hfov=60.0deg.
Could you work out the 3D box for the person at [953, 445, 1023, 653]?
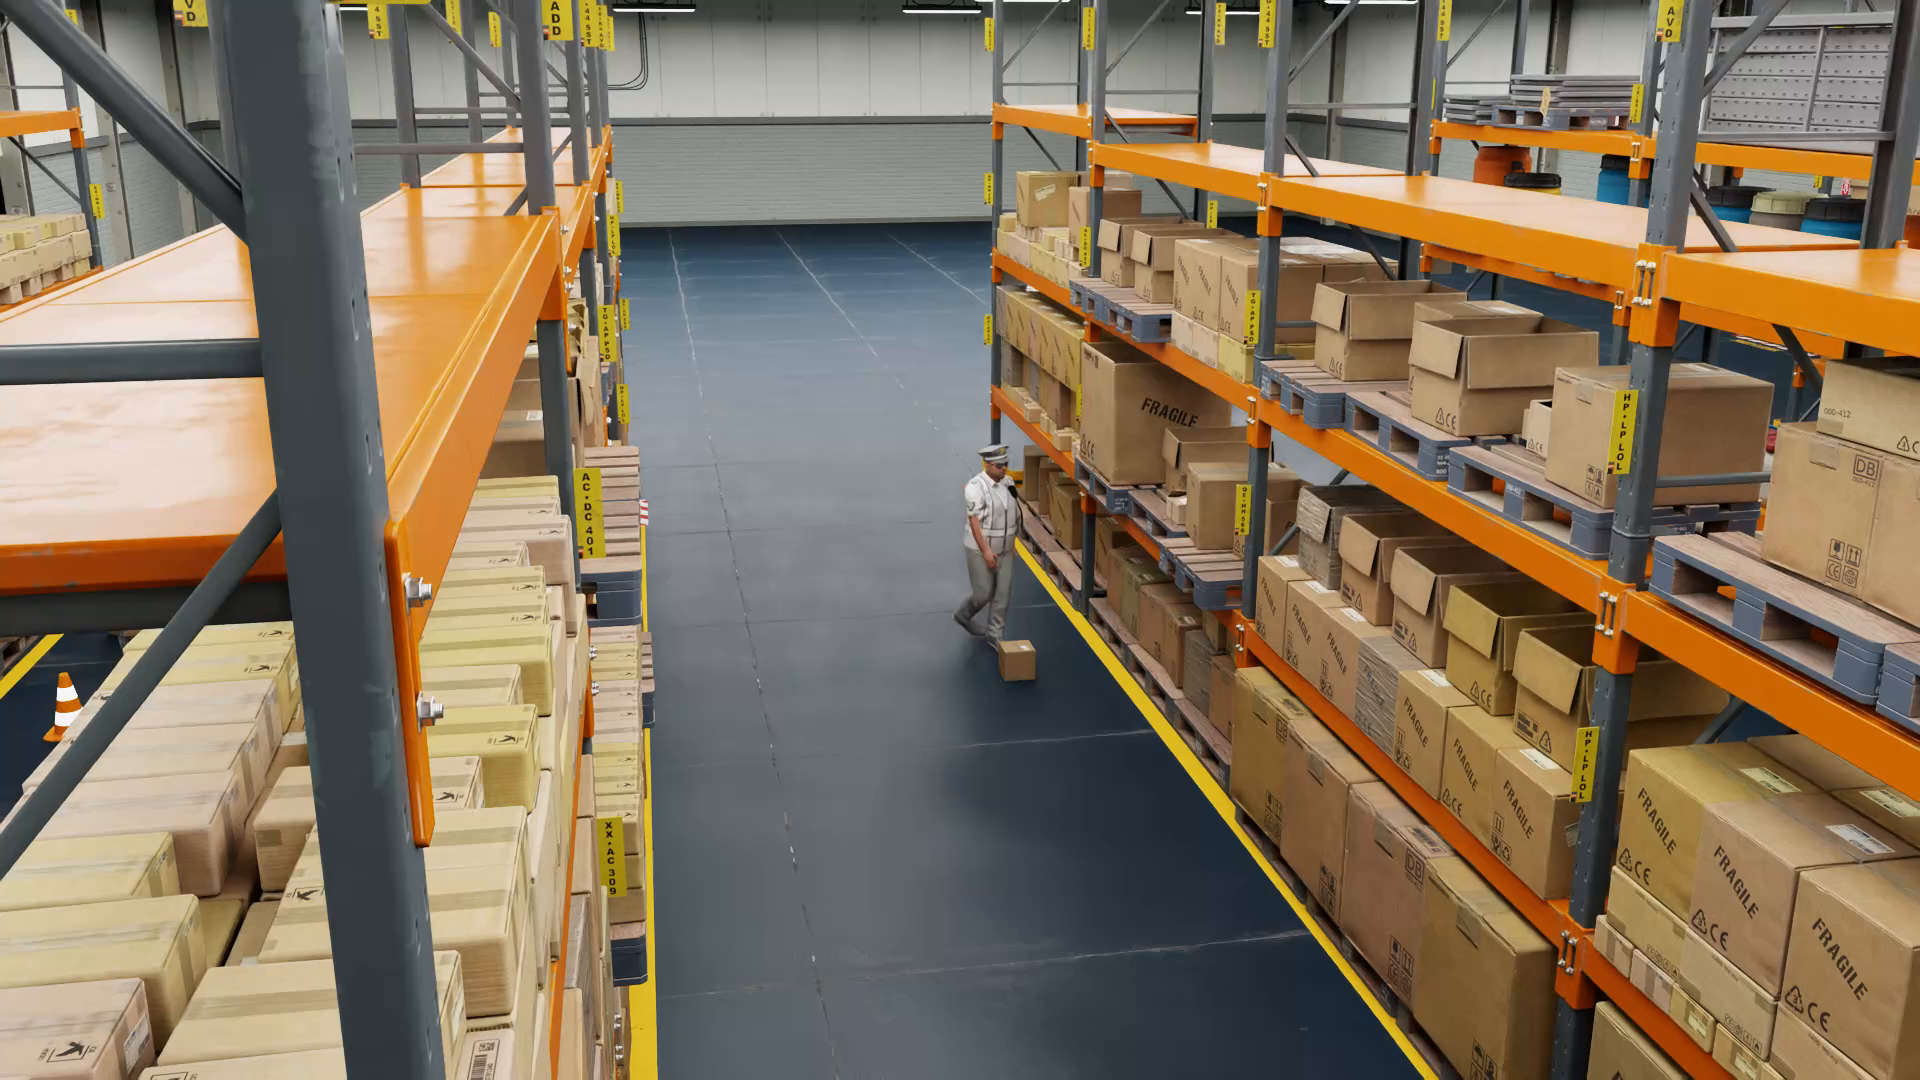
[{"bbox_3d":[0.250,0.039,13.858,0.562,1.754,0.657,-12,20,-36],"label":"person"}]
